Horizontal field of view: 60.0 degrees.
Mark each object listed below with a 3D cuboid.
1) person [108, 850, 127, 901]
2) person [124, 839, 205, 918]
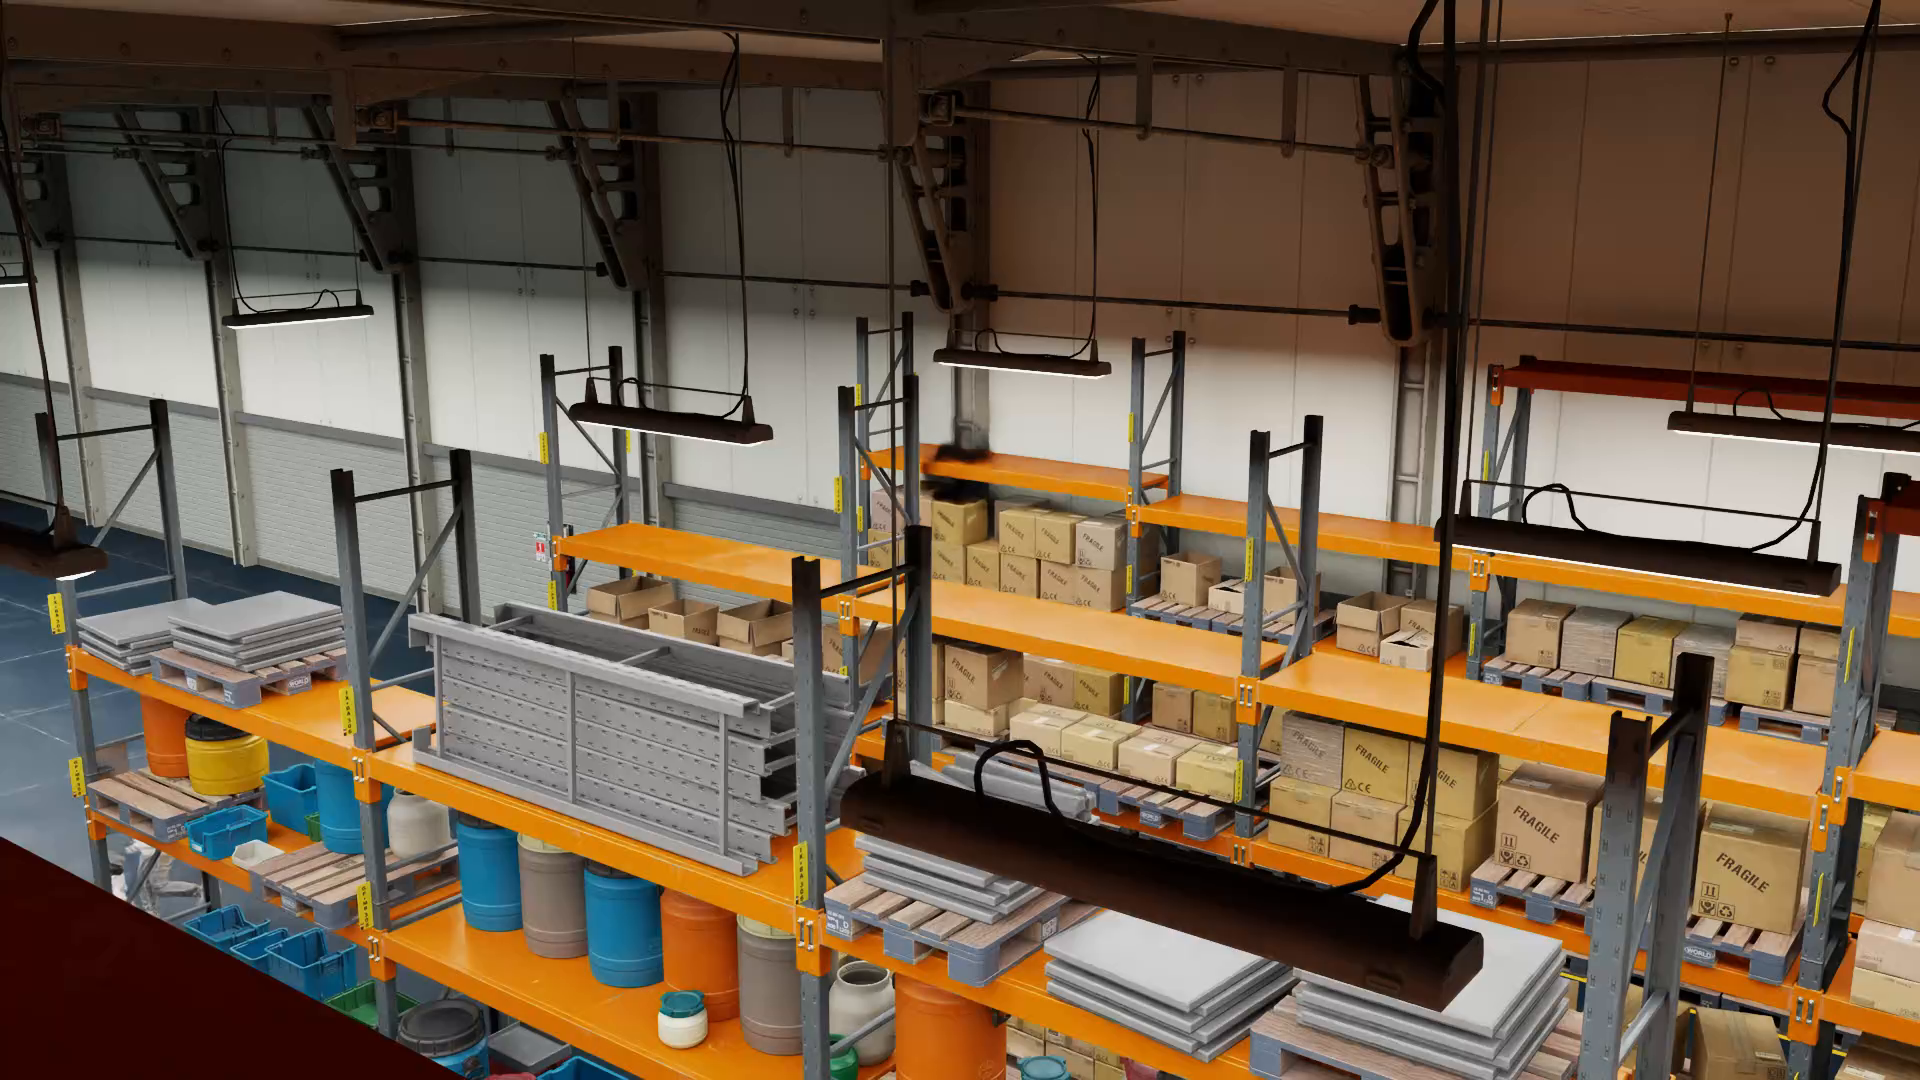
[{"bbox_3d":[-7.900,3.711,15.567,0.651,1.746,0.614,-3,13,-11],"label":"person"},{"bbox_3d":[-8.347,3.245,17.422,0.879,1.775,0.681,-7,15,-28],"label":"person"}]
